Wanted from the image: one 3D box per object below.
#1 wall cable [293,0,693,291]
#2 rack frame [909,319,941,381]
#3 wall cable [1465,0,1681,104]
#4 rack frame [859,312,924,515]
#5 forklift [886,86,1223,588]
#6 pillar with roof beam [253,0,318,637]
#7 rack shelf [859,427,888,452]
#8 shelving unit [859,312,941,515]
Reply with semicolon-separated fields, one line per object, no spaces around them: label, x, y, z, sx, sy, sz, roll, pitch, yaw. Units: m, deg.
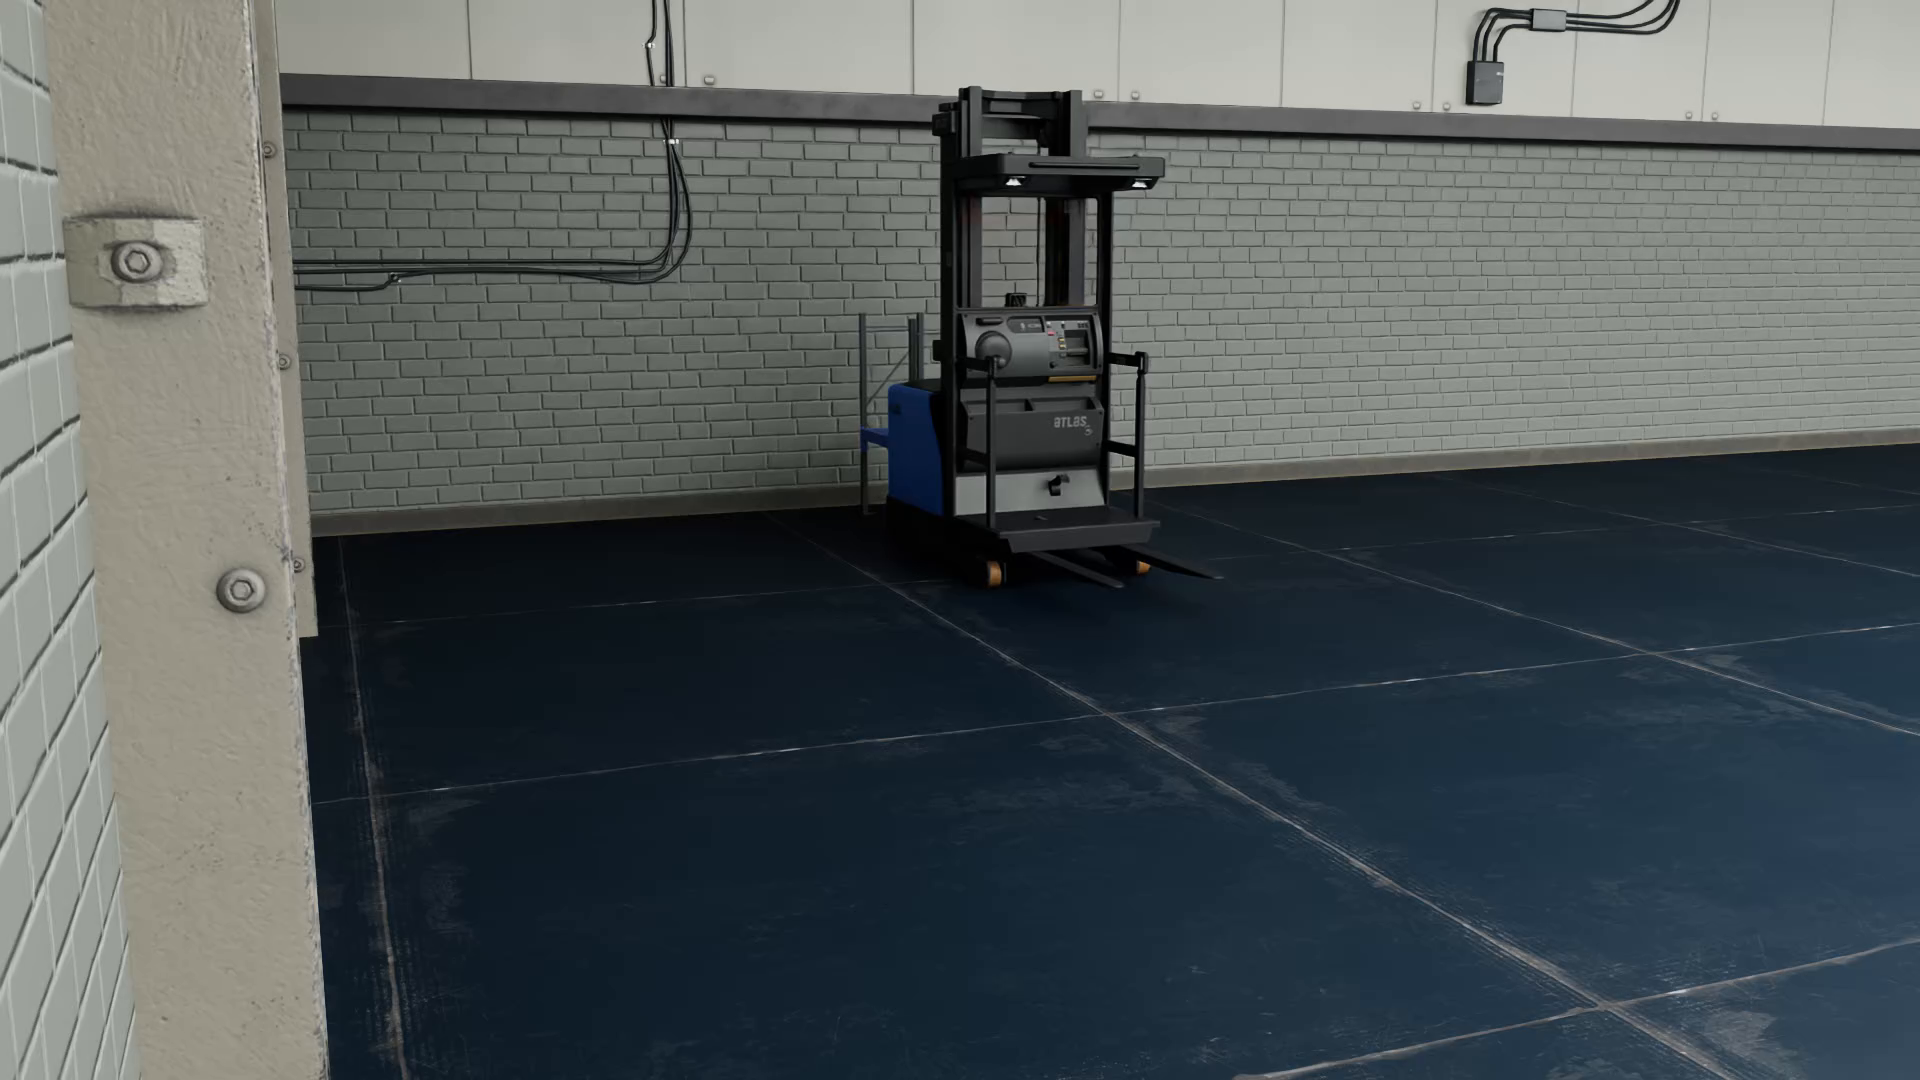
wall cable;-3.380;-2.992;11.410;3.097;2.526;0.112;-4;11;-21
rack frame;-0.113;-0.782;11.533;0.500;1.500;0.032;-4;11;-22
wall cable;5.474;-6.795;14.213;2.305;6.003;0.169;-4;11;-21
rack frame;-0.507;-0.946;12.456;0.500;1.500;0.032;-4;11;-22
forklift;0.533;-1.243;10.040;1.130;2.935;3.031;-4;11;-22
pillar with roof beam;0.467;-4.229;9.499;9.100;9.000;0.400;-4;11;-21
rack shelf;-0.310;-0.687;12.026;0.538;0.185;1.000;-4;11;-22
shelving unit;-0.310;-0.864;11.995;0.538;1.500;1.048;-4;11;-22
